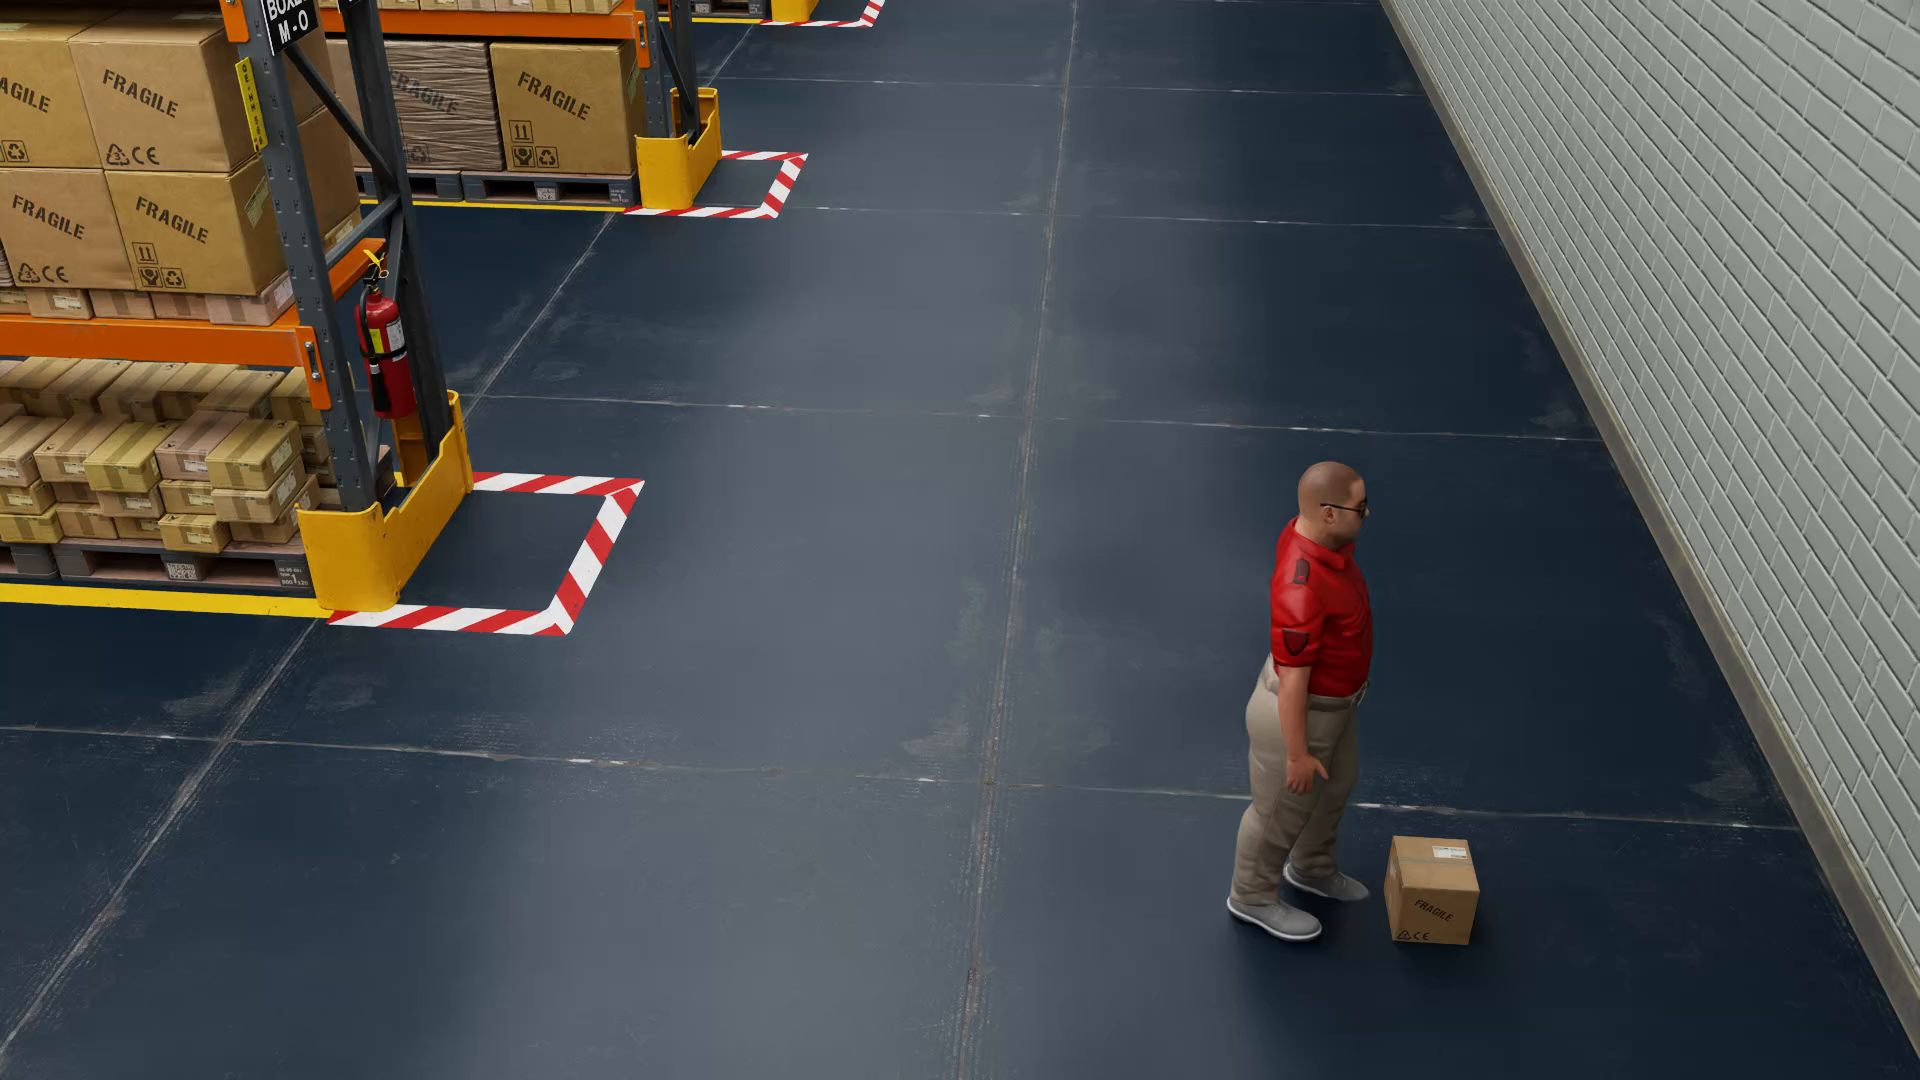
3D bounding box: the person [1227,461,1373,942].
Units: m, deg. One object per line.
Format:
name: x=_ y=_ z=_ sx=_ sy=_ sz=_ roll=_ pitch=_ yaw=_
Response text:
person: x=1.154 y=0.572 z=5.262 sx=0.477 sy=1.783 sz=0.566 roll=10 pitch=33 yaw=16
